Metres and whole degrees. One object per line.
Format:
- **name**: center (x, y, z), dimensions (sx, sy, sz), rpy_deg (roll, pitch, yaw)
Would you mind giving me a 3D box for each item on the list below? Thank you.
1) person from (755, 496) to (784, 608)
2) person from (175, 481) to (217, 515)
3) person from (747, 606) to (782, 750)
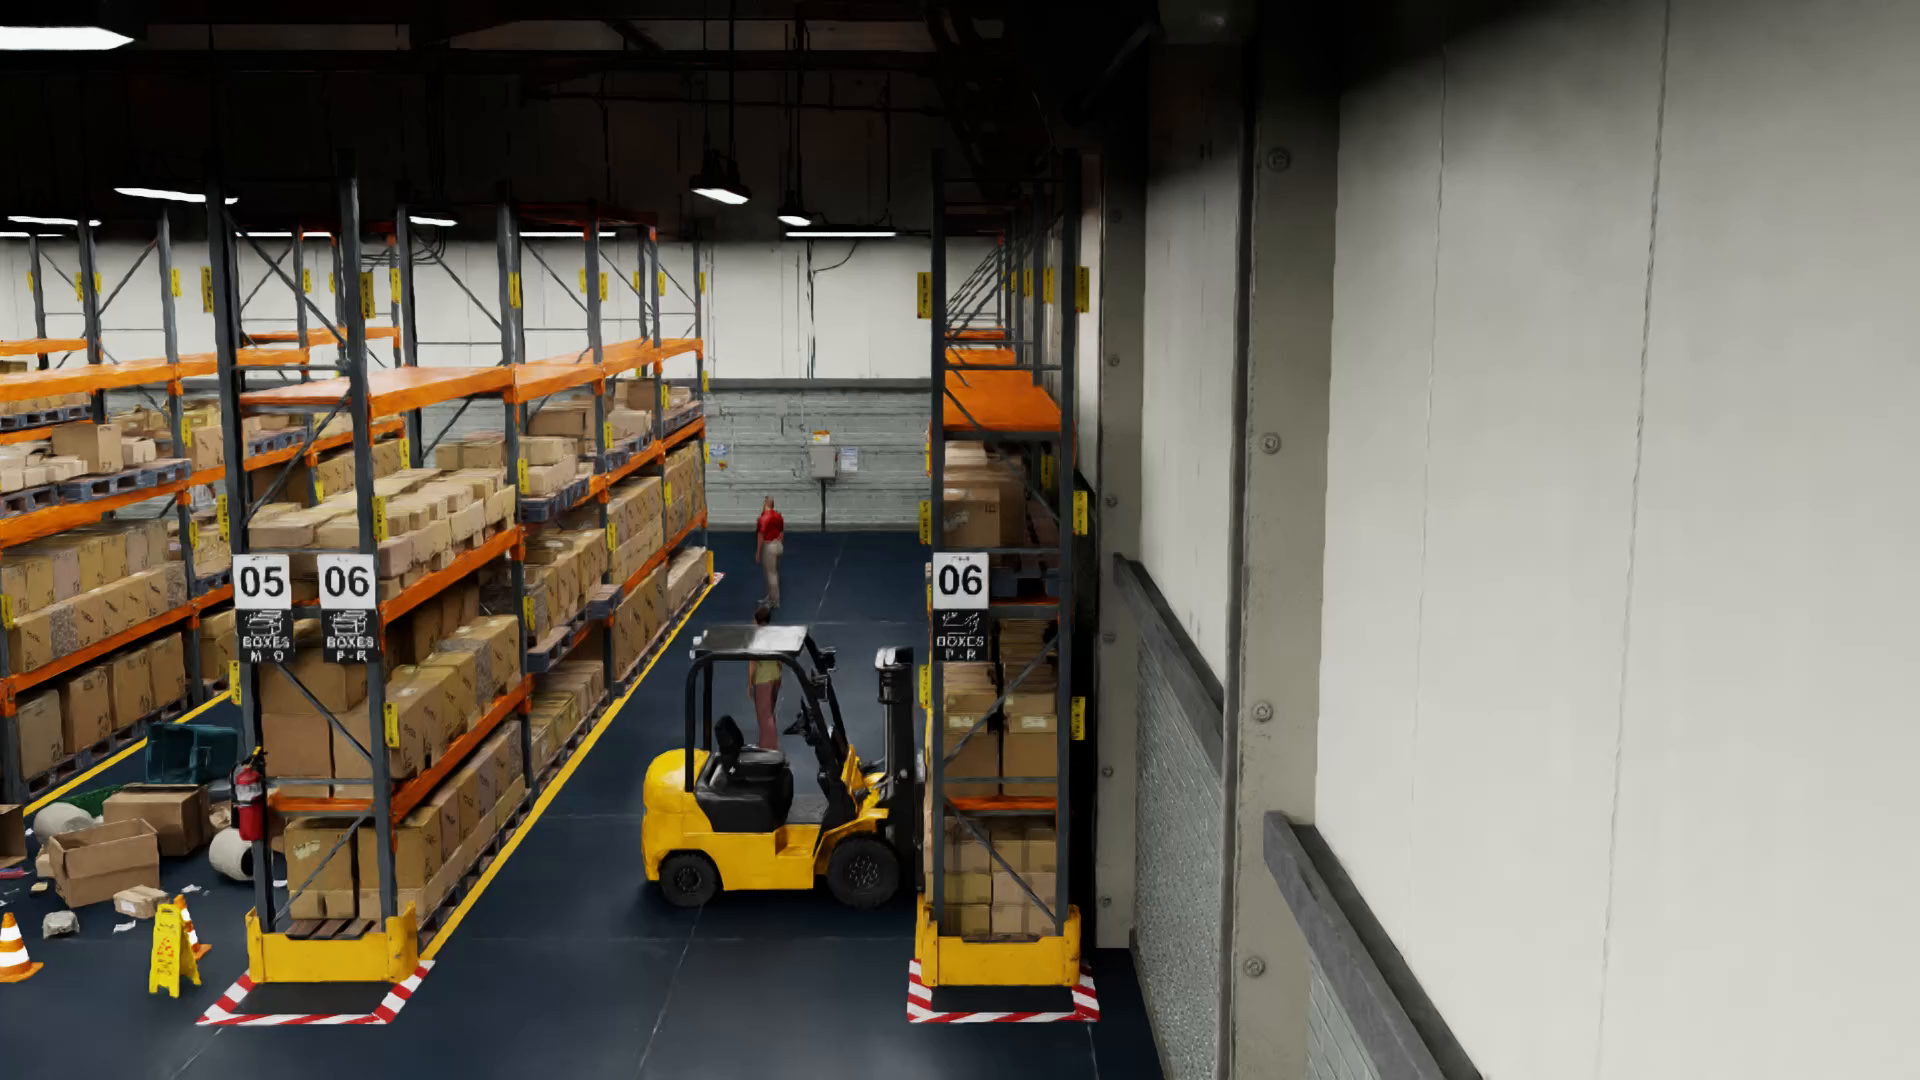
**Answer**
- **person**: center (-2.982, 0.161, 25.924), dimensions (0.553, 1.712, 0.623), rpy_deg (5, 10, 27)
- **person**: center (-14.229, -0.642, 31.009), dimensions (0.703, 1.718, 0.843), rpy_deg (-3, 10, -16)
- **person**: center (-2.116, 1.514, 17.681), dimensions (0.558, 1.668, 0.559), rpy_deg (5, 10, 28)
